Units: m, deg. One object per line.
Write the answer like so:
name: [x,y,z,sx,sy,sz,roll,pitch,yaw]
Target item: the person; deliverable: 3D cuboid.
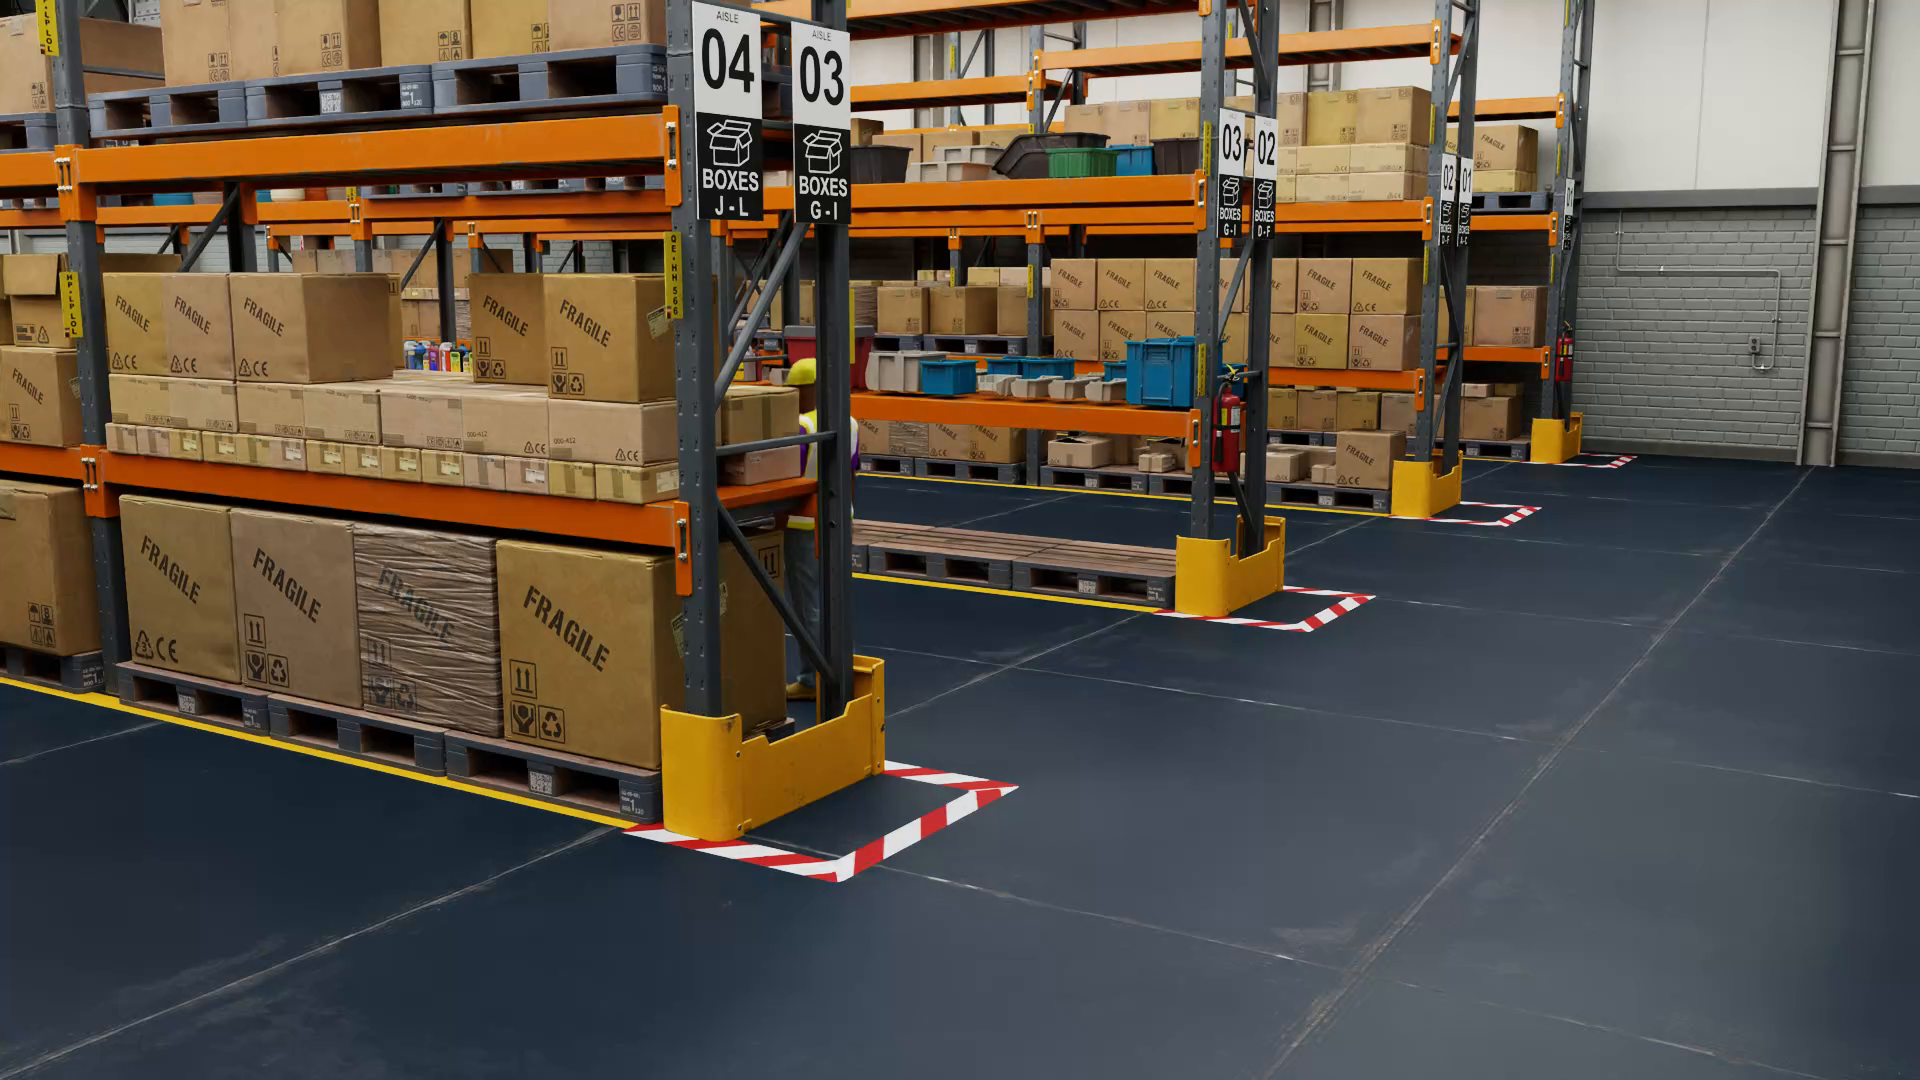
person: [-0.771,-0.062,8.660,0.355,1.770,0.576,6,11,33]
